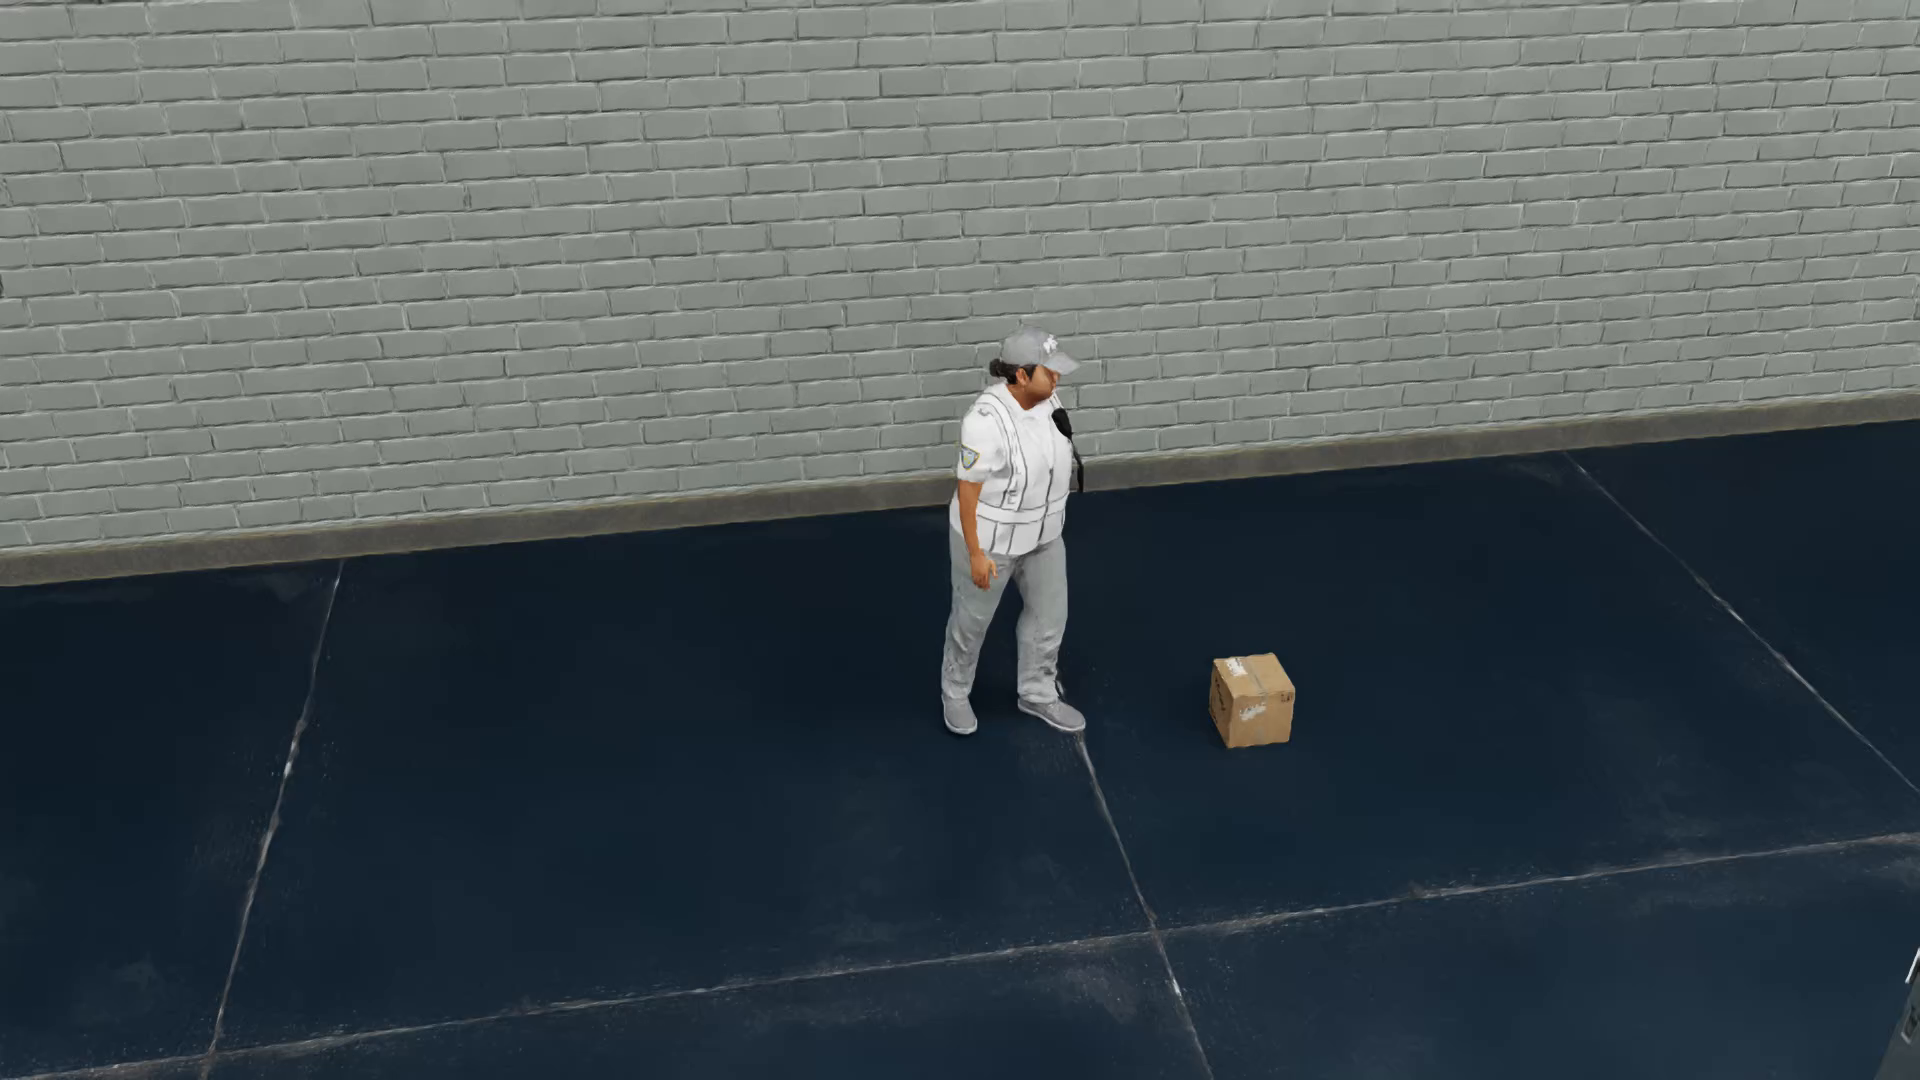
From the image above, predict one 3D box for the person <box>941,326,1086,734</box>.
[{"bbox_3d":[0.191,-0.014,6.150,0.505,1.666,0.523,-24,39,-35],"label":"person"}]
